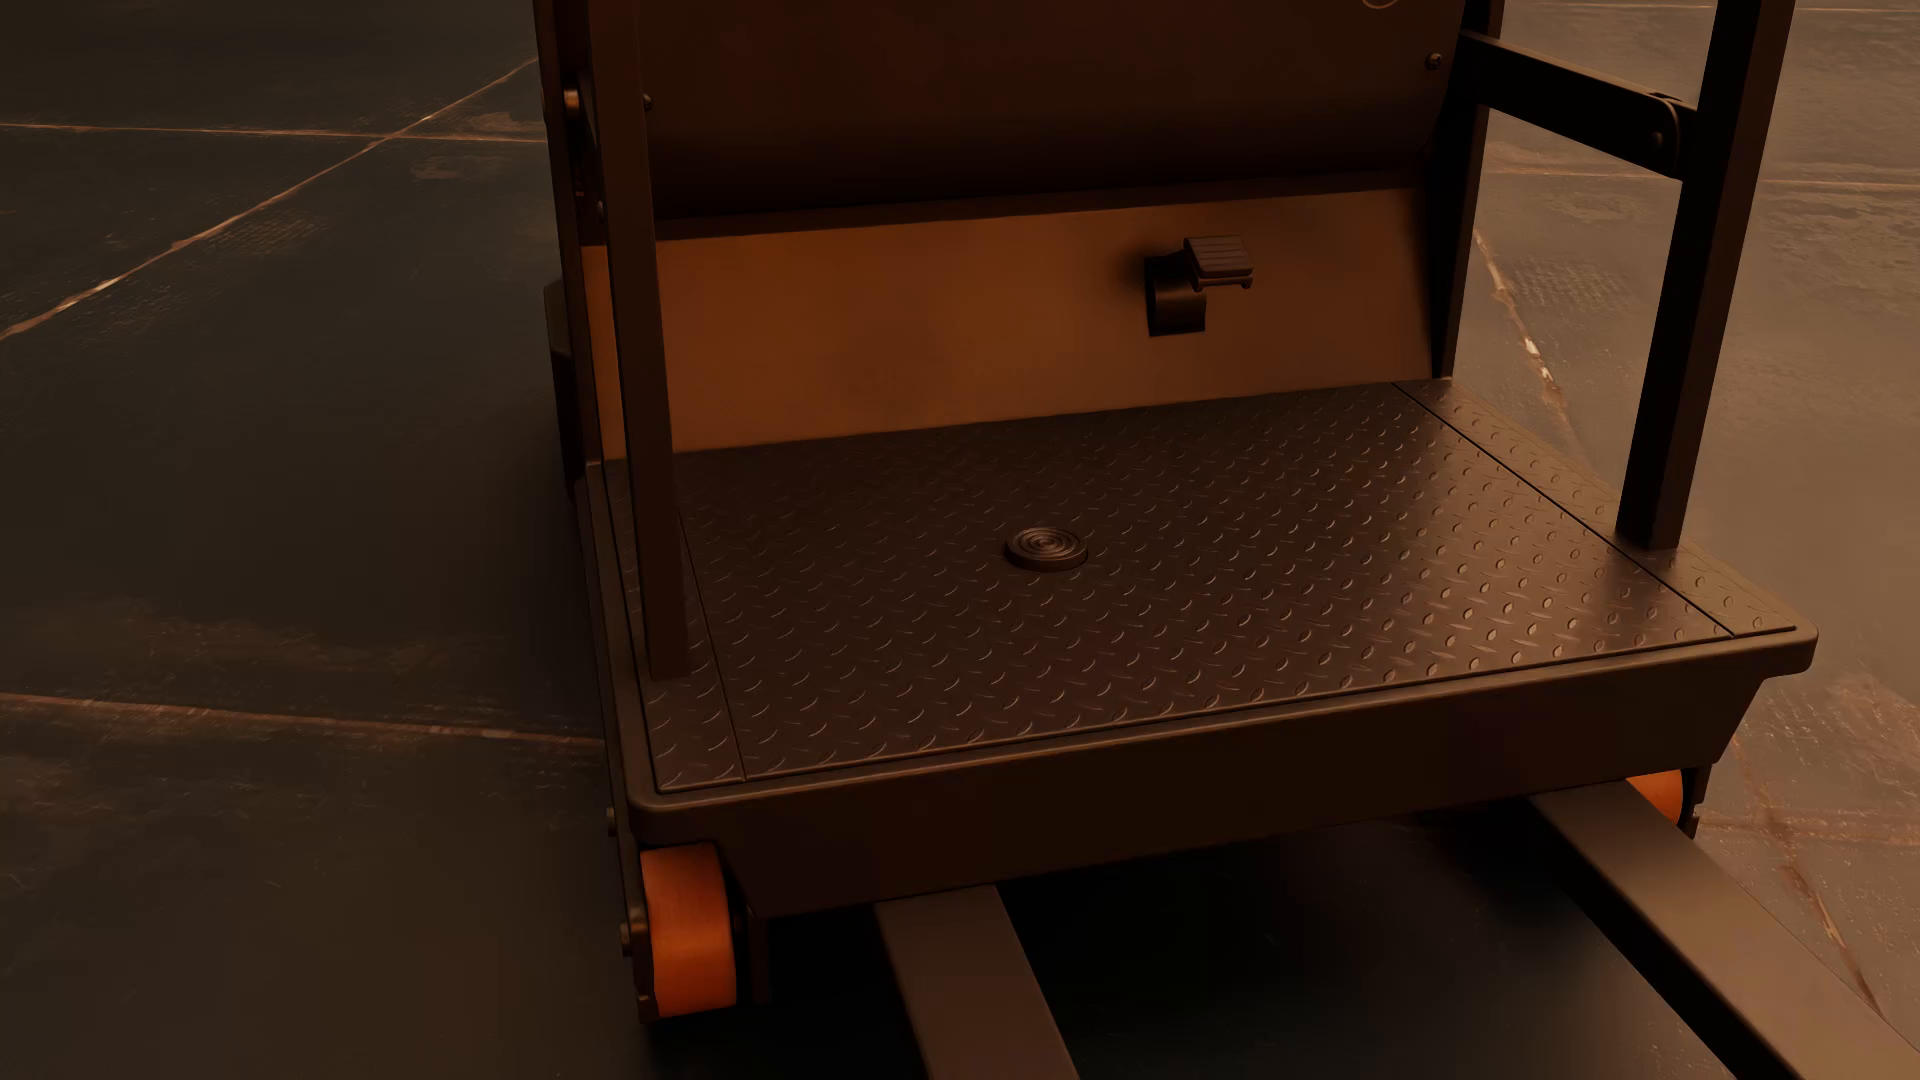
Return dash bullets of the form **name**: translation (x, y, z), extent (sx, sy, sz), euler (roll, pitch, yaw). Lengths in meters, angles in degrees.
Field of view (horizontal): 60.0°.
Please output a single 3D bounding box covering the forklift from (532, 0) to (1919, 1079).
- **forklift**: translation (0.153, -1.049, 1.319), extent (1.130, 2.935, 3.031), euler (-7, 27, -13)
